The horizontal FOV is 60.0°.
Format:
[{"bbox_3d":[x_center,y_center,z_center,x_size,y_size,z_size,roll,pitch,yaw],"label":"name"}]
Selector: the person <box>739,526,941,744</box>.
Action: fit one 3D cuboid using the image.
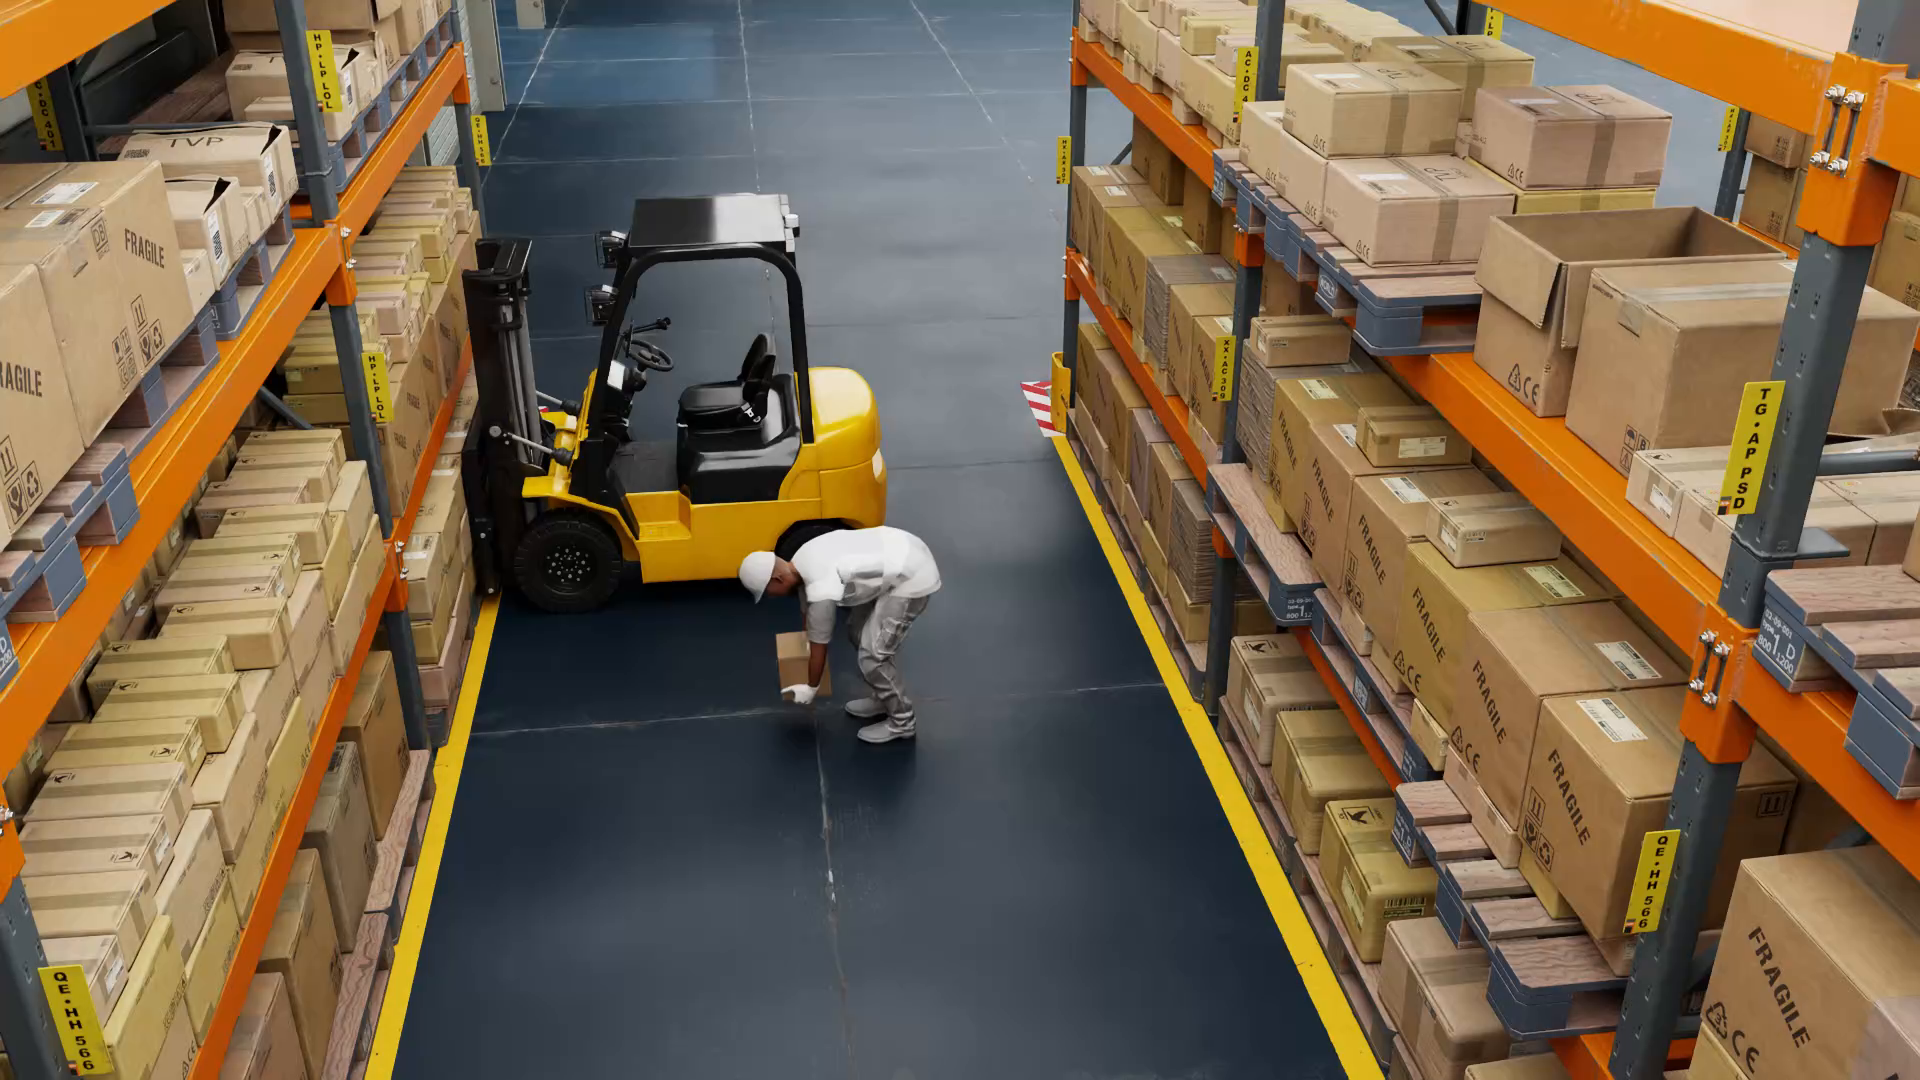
[{"bbox_3d":[-0.594,0.483,8.397,0.991,1.096,0.492,-5,27,-9],"label":"person"}]
